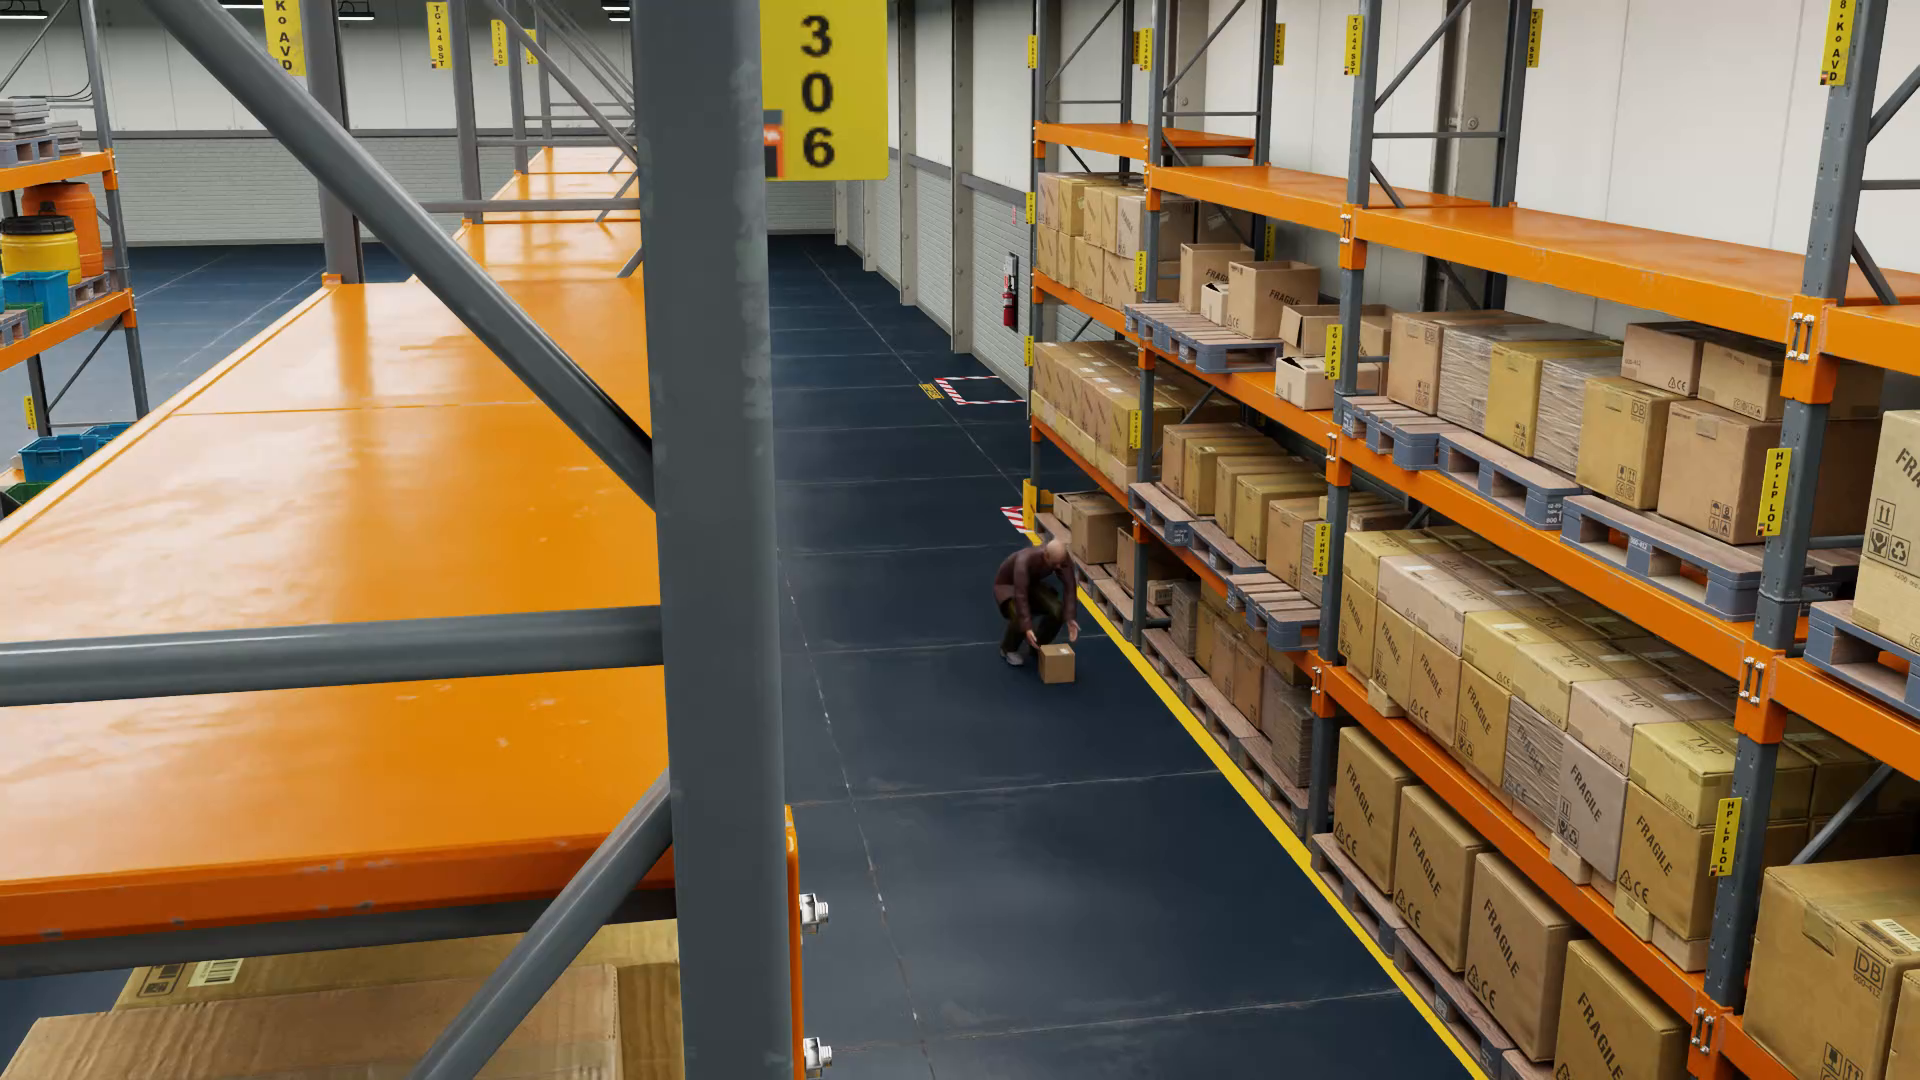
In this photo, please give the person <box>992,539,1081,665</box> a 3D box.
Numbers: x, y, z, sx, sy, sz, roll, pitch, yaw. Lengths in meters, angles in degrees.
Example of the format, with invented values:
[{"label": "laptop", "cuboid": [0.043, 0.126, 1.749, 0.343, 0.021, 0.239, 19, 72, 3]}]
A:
[{"label": "person", "cuboid": [0.627, 0.481, 14.029, 0.623, 1.150, 0.839, -8, 18, -25]}]
